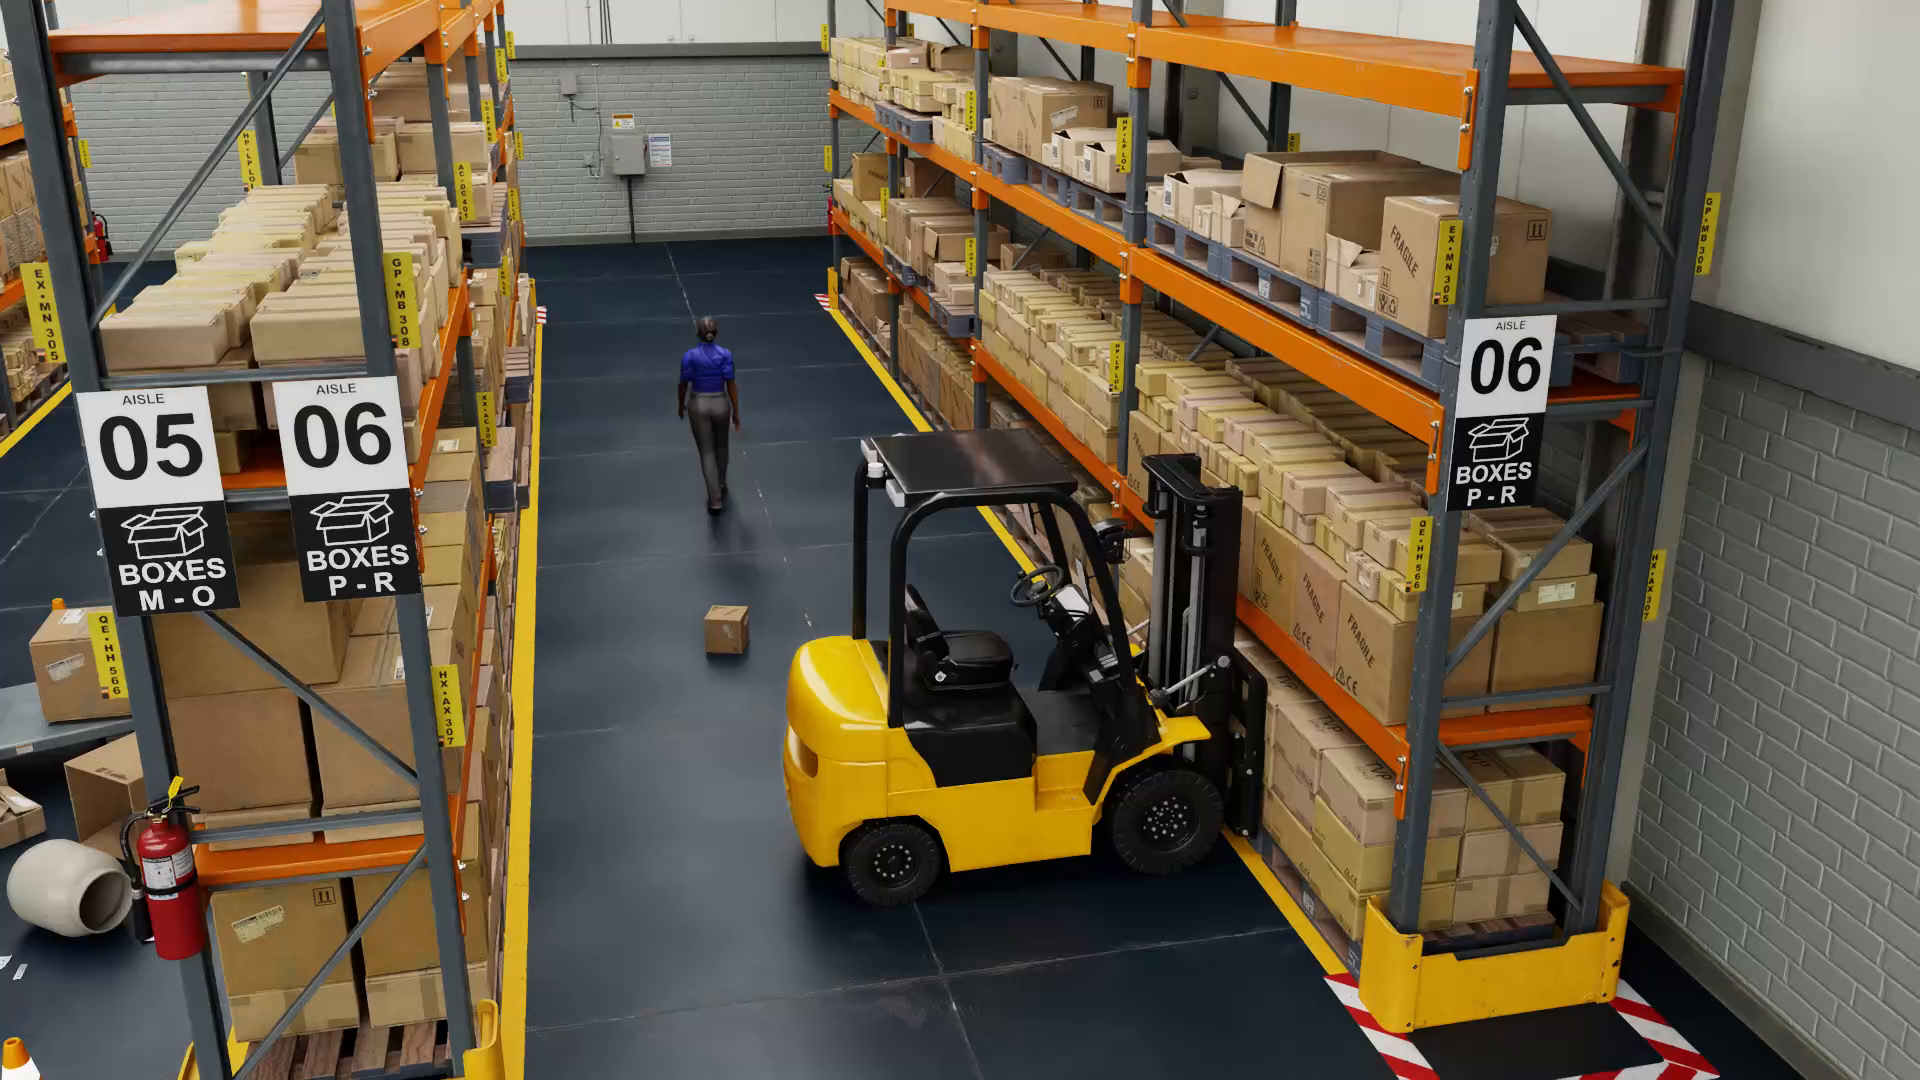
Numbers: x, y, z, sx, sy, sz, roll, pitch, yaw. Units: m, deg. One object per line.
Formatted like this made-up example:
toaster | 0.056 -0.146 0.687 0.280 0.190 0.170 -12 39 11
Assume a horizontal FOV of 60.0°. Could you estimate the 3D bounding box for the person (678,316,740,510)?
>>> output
person | -2.157 -1.122 14.187 0.484 1.635 0.875 -6 21 -17
